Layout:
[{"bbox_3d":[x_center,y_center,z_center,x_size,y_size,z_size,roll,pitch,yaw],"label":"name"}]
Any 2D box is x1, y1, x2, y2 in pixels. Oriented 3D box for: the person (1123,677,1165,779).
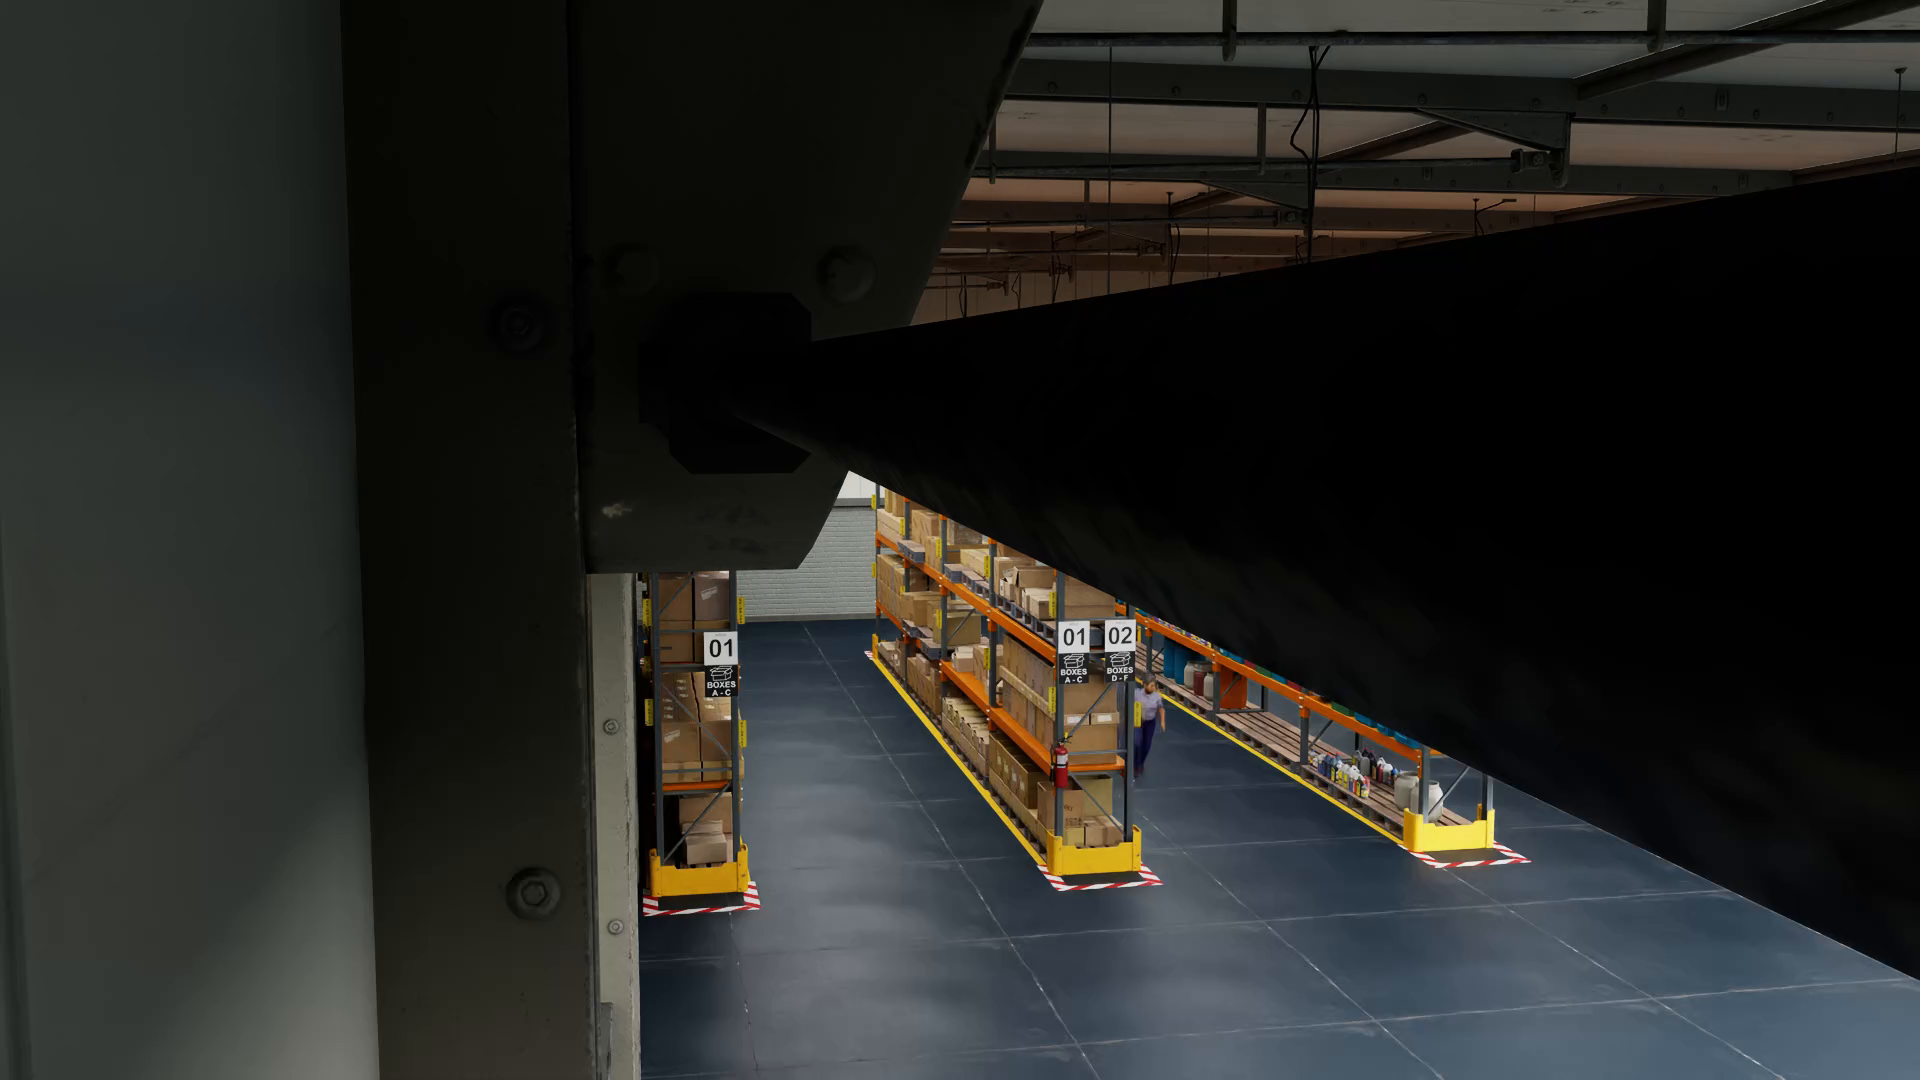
[{"bbox_3d":[2.882,2.889,25.971,0.586,1.601,0.750,-1,6,-10],"label":"person"}]
